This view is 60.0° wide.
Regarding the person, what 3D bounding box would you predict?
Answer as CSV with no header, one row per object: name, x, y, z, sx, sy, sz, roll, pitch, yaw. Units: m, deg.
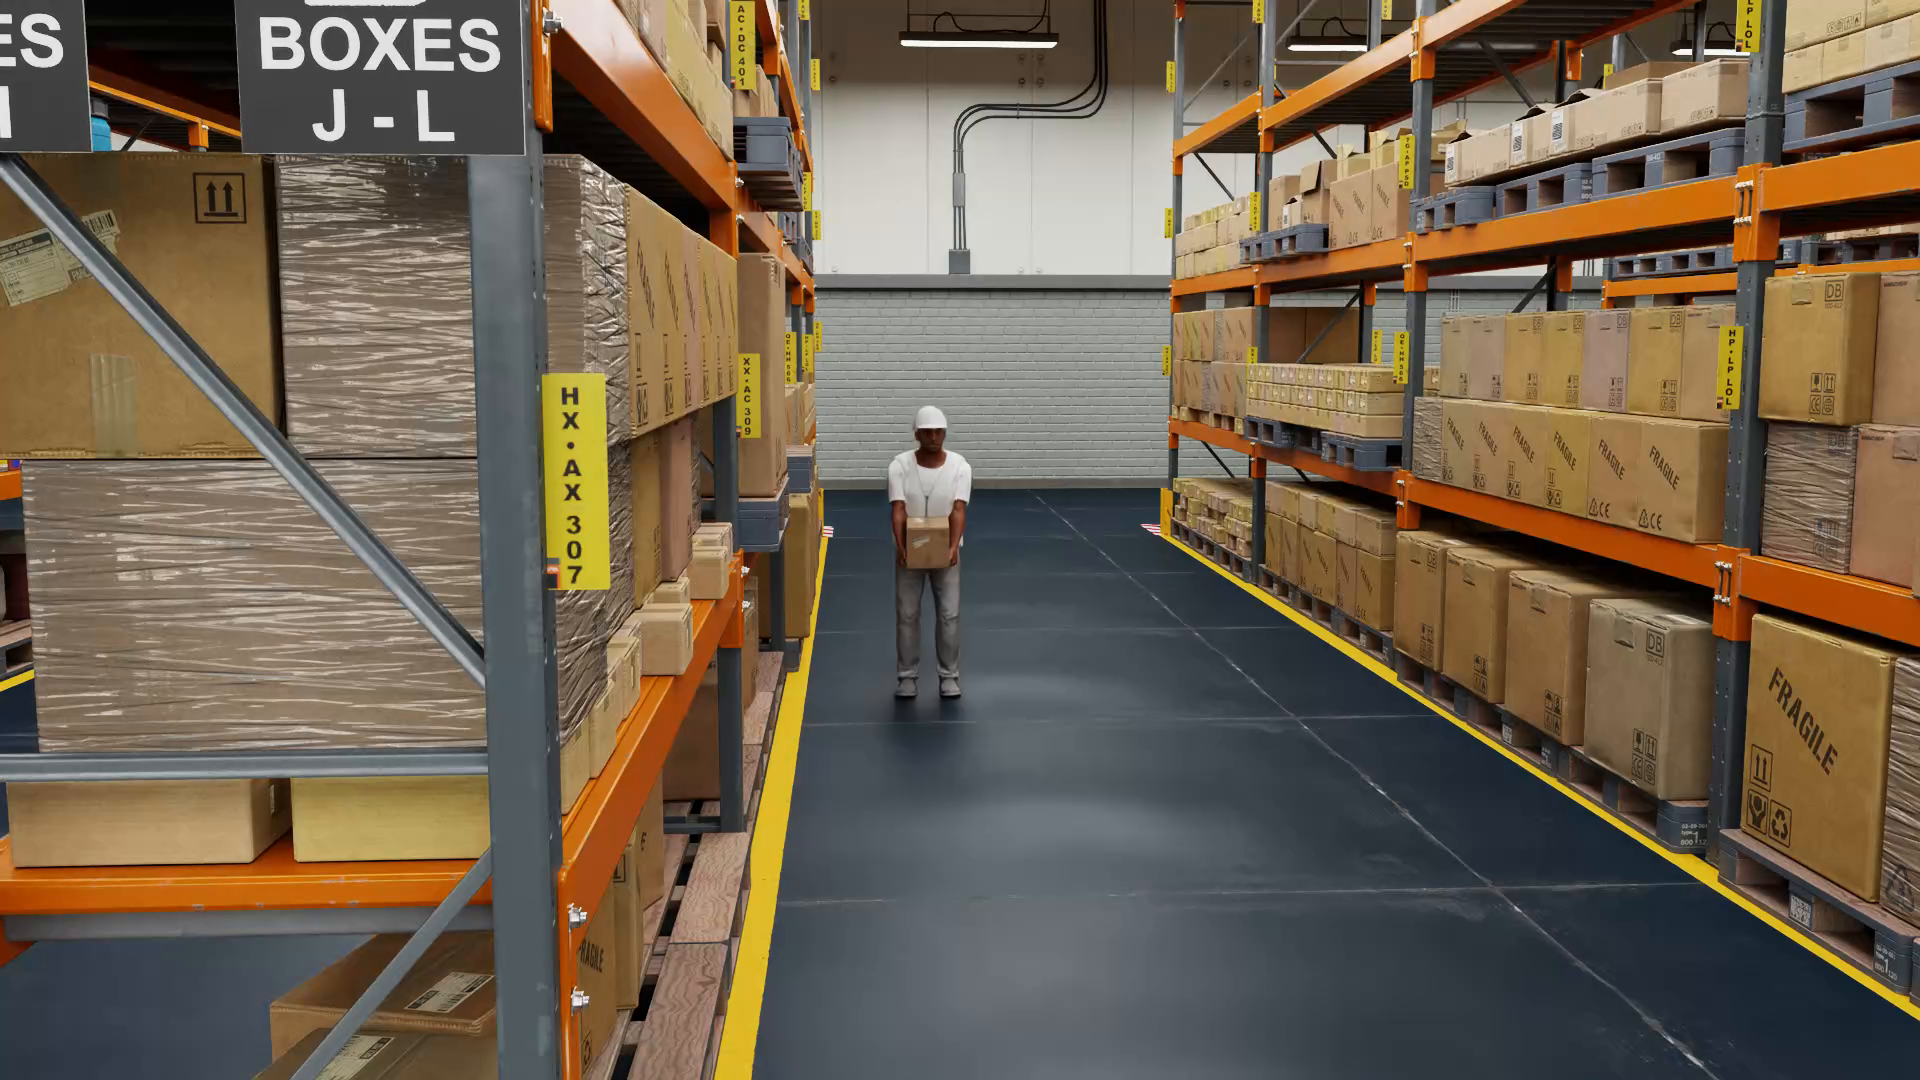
person,-0.181,0.078,10.016,0.504,1.758,0.581,0,7,-2
